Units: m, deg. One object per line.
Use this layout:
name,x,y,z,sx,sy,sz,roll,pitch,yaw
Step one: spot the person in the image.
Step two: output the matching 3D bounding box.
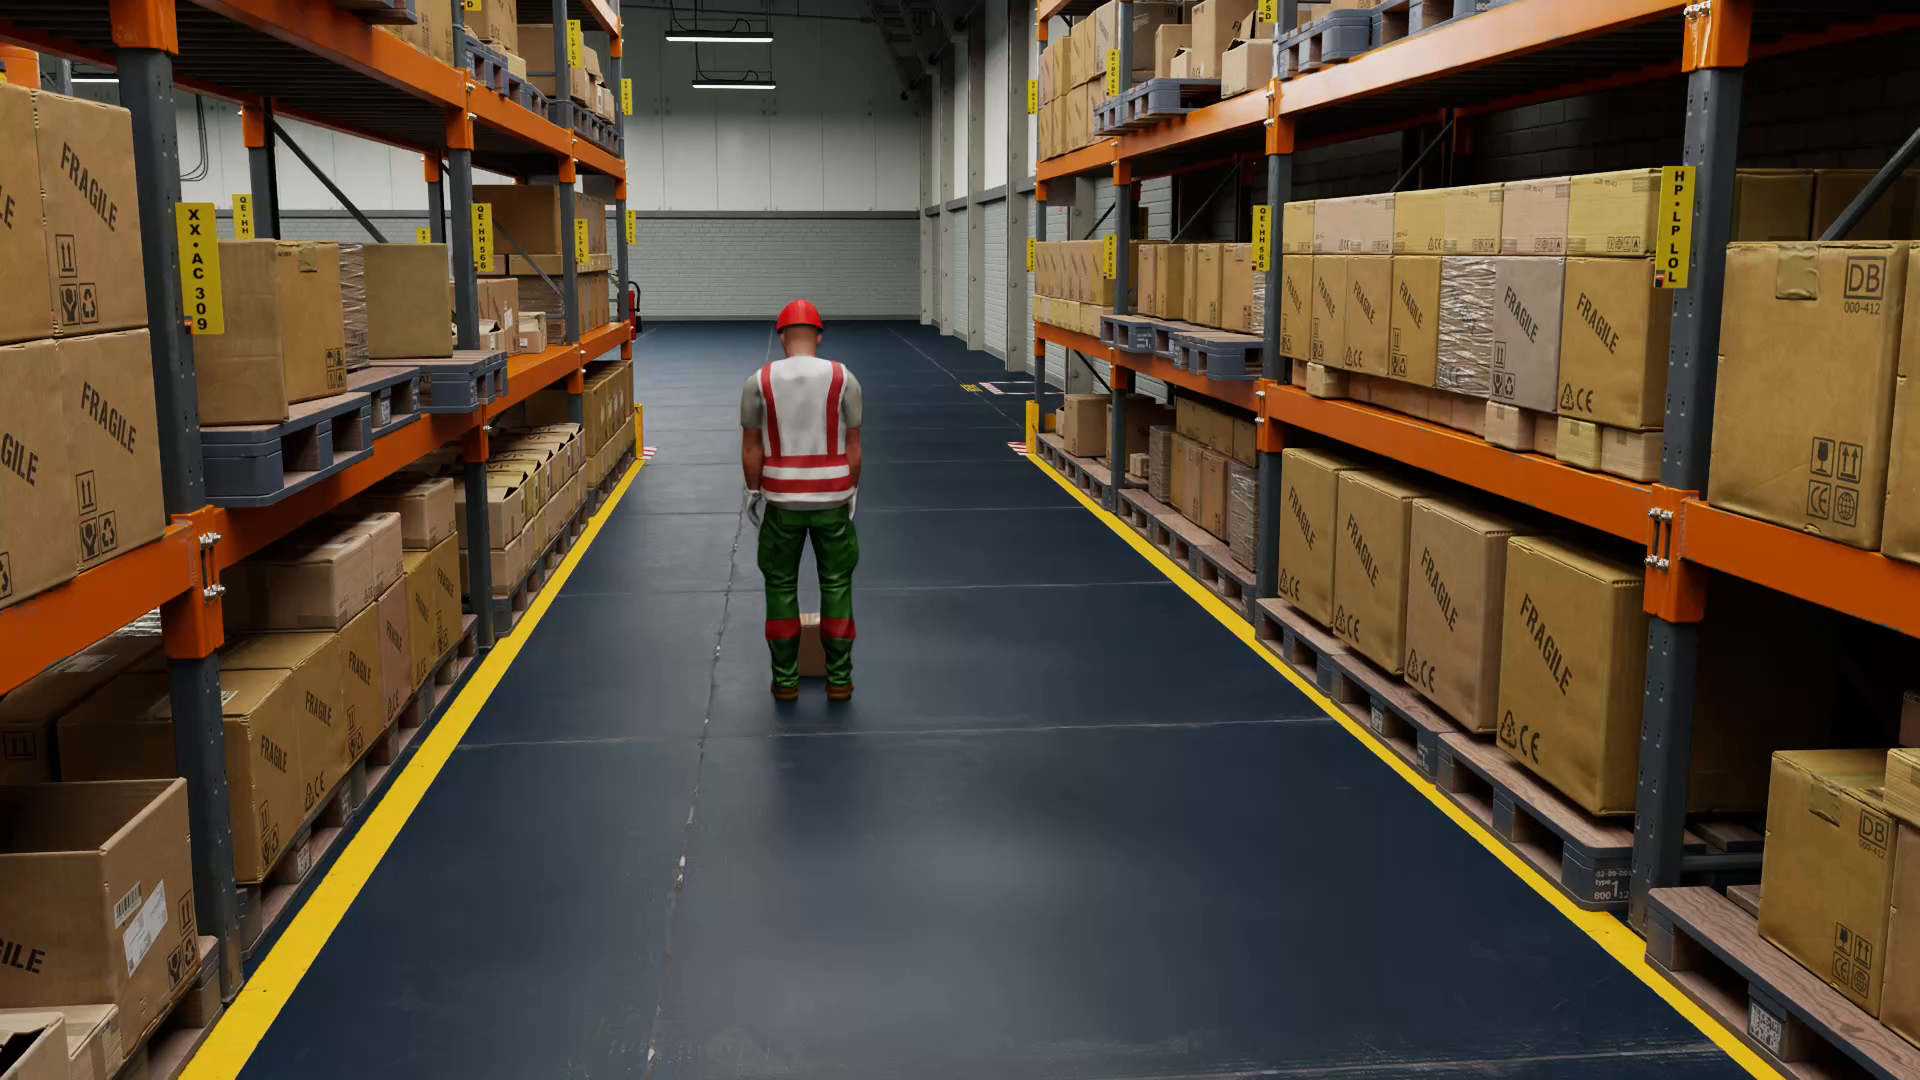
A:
person,-0.697,-0.173,7.383,0.533,1.767,0.388,-1,10,-5
